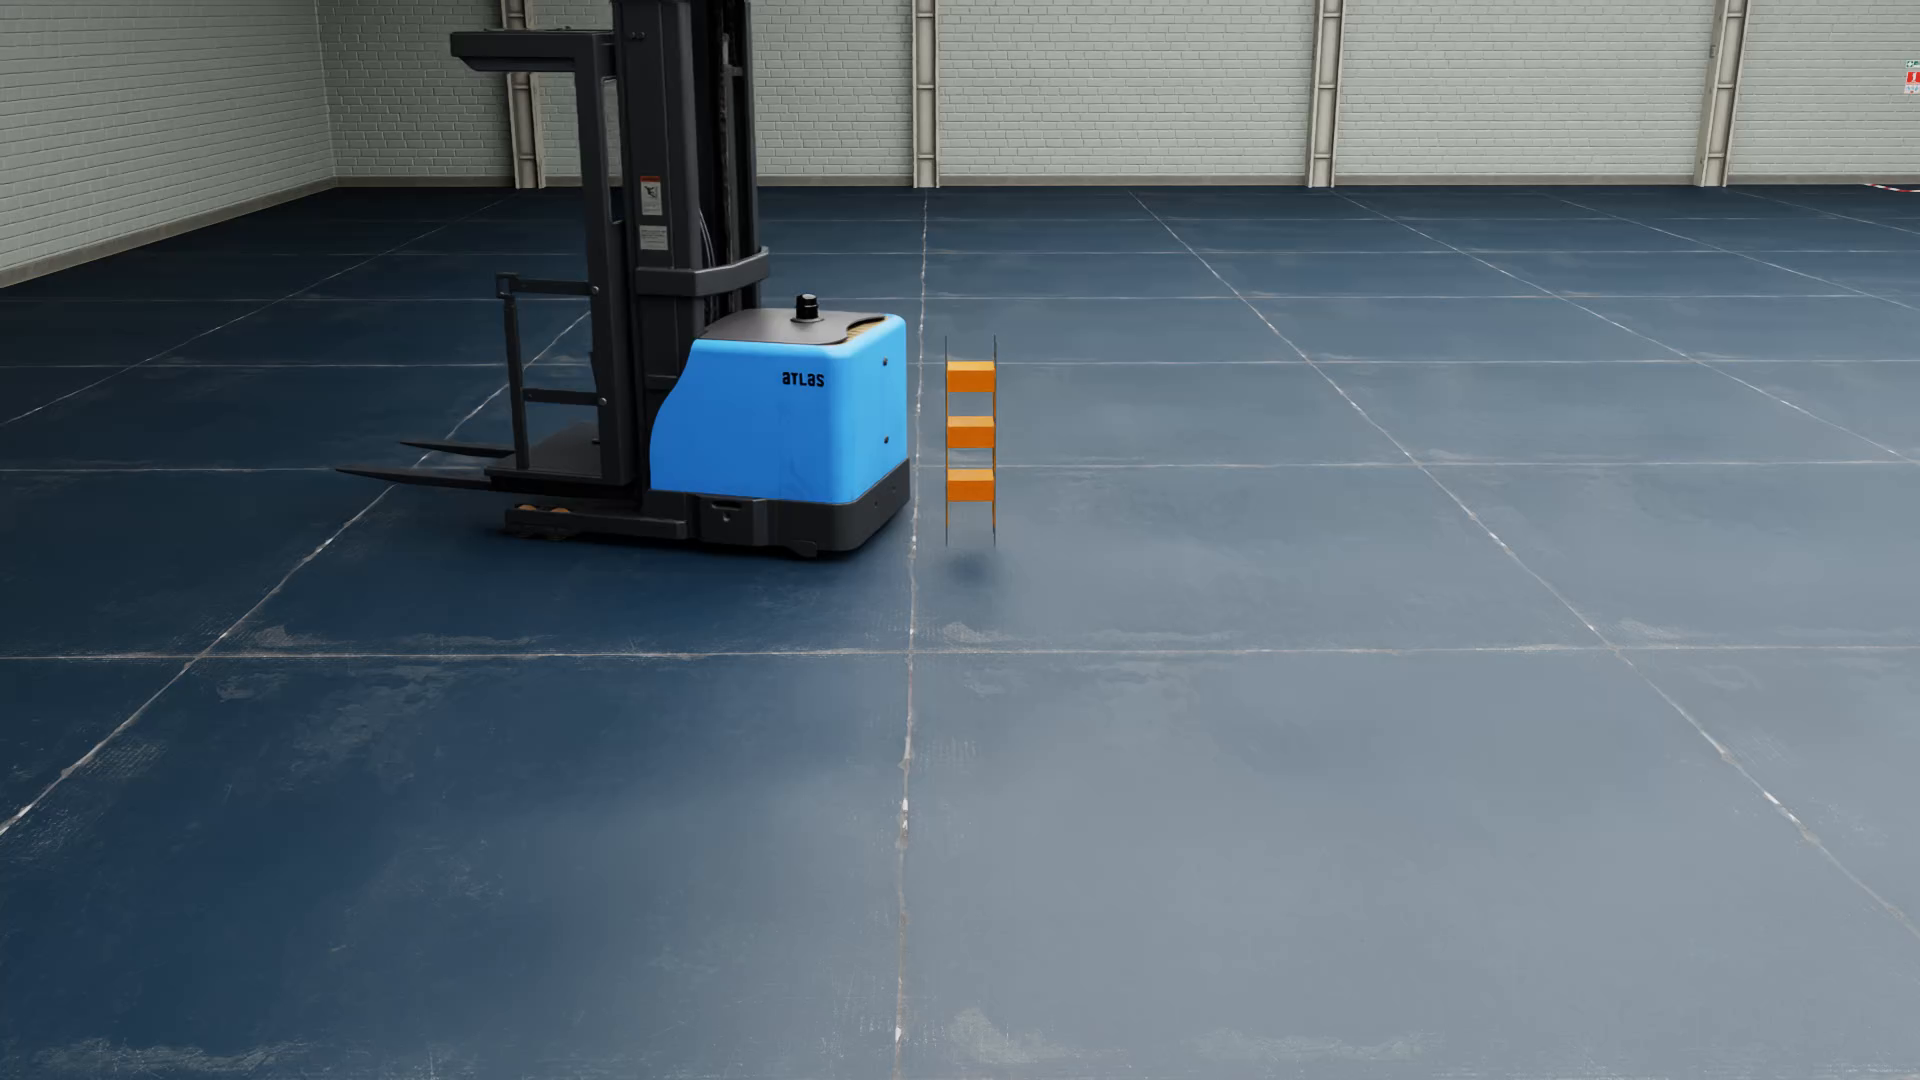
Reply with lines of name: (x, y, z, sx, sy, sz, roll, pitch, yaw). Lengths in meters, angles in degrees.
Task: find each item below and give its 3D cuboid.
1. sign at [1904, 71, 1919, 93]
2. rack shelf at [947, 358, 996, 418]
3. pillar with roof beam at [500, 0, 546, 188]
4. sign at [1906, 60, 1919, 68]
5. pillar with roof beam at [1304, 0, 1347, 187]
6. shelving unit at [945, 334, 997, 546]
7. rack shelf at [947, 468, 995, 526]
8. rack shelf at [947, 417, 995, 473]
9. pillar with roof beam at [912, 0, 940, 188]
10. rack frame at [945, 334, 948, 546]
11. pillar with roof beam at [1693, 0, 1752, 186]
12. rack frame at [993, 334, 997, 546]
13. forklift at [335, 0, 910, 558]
sign: (14.461, -6.942, 25.219, 0.234, 0.329, 0.001, 0, 18, -1)
rack shelf: (0.054, -0.760, 8.305, 0.240, 0.259, 0.215, 0, 18, -1)
pillar with roof beam: (-6.442, -8.322, 19.759, 0.400, 9.000, 9.100, 0, 18, -1)
sign: (14.466, -7.192, 25.129, 0.331, 0.109, 0.001, 0, 18, -1)
pillar with roof beam: (5.556, -8.380, 19.940, 0.400, 9.000, 9.100, 0, 18, -1)
shelving unit: (0.054, -0.500, 8.388, 0.252, 1.050, 0.215, 0, 18, -1)
rack shelf: (0.054, -0.225, 8.476, 0.240, 0.259, 0.215, 0, 18, -1)
rack shelf: (0.054, -0.490, 8.391, 0.240, 0.259, 0.215, 0, 18, -1)
pillar with roof beam: (-0.443, -8.351, 19.849, 0.400, 9.000, 9.100, 0, 18, -1)
rack frame: (-0.068, -0.500, 8.386, 0.008, 1.050, 0.200, 0, 18, -1)
pillar with roof beam: (11.556, -8.409, 20.030, 0.400, 9.000, 9.100, 0, 18, -1)
rack frame: (0.175, -0.501, 8.390, 0.008, 1.050, 0.200, 0, 18, -1)
forklift: (-1.845, -1.541, 8.554, 3.031, 2.935, 1.130, 5, 18, 15)
